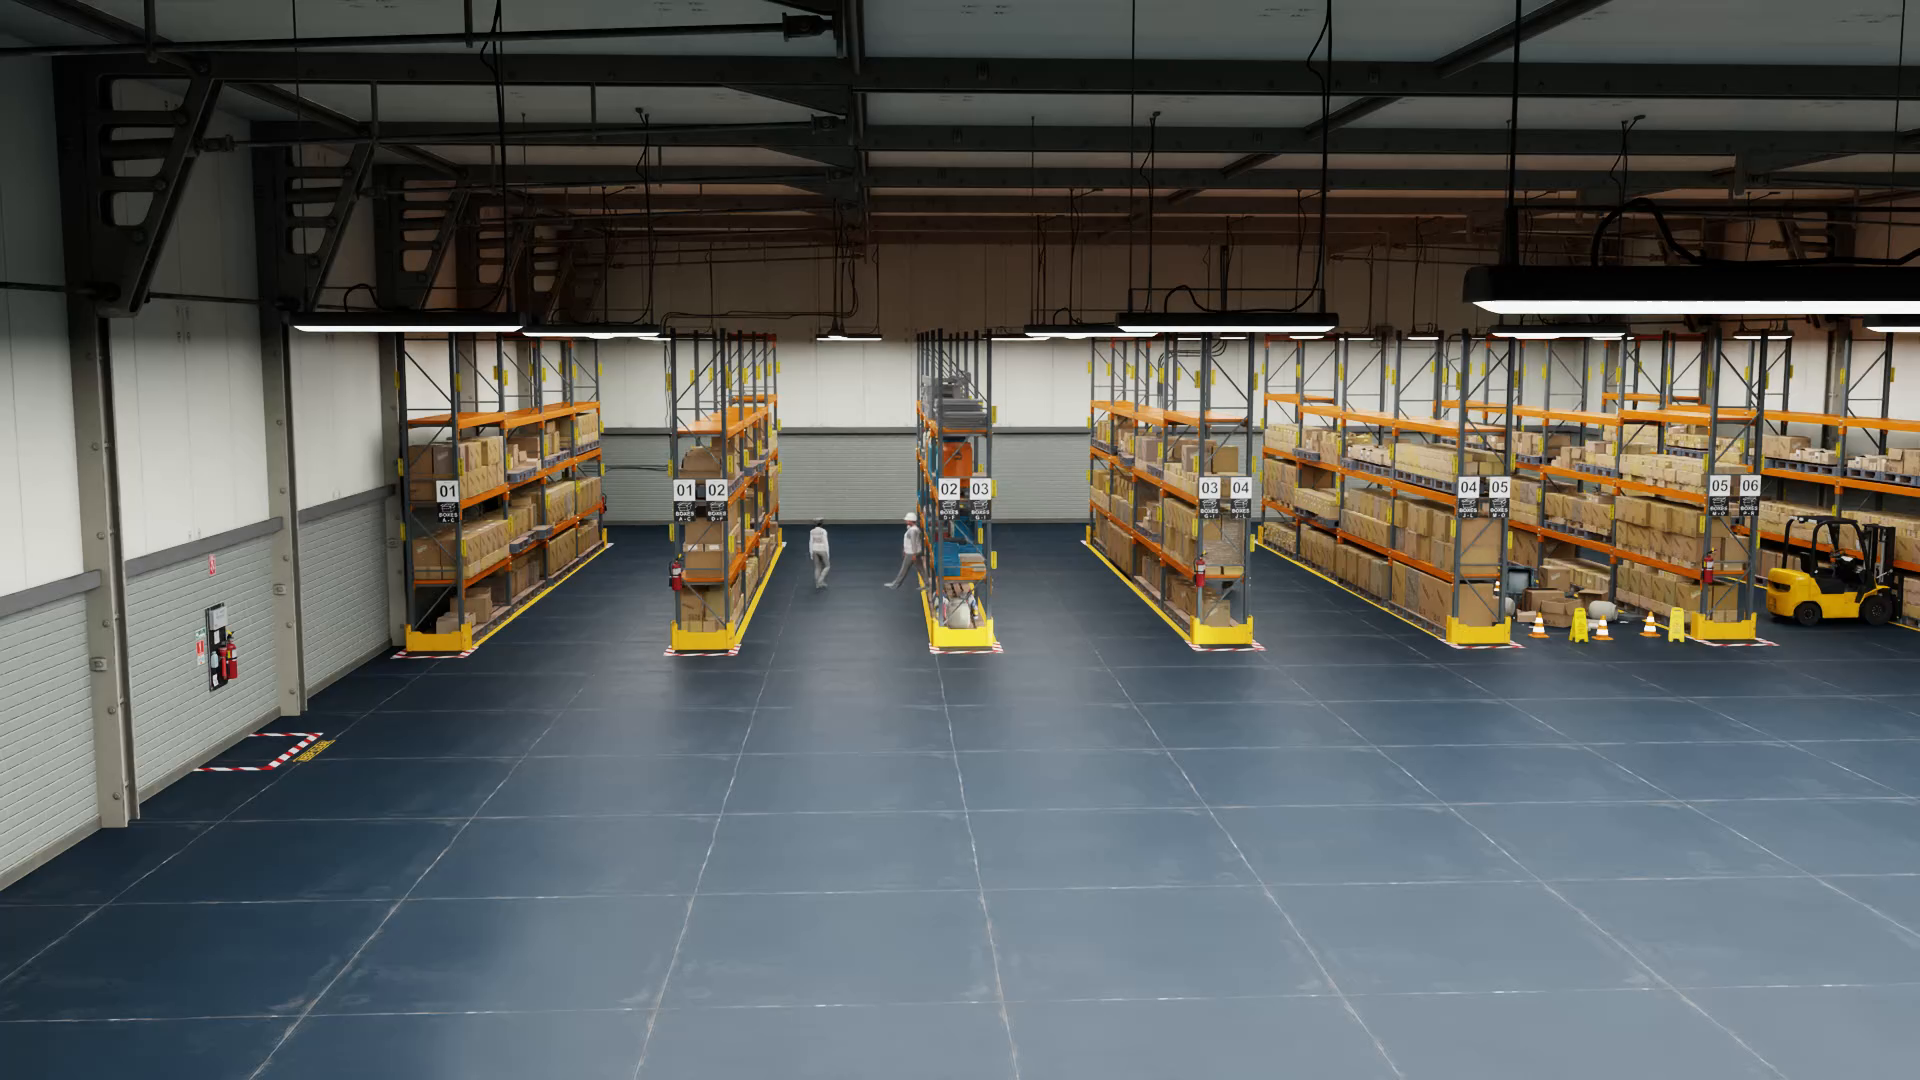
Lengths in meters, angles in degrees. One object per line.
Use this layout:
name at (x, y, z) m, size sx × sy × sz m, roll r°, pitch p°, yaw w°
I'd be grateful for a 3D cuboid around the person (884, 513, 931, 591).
person at (-1.125, 0.252, 36.528) m, size 1.018 × 1.715 × 0.553 m, roll 2°, pitch 7°, yaw 16°

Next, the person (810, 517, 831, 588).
person at (-3.310, 0.304, 38.999) m, size 0.512 × 1.674 × 0.459 m, roll 3°, pitch 8°, yaw 26°

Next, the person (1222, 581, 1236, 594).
person at (6.217, 0.338, 38.396) m, size 0.647 × 1.828 × 0.659 m, roll 1°, pitch 7°, yaw 9°

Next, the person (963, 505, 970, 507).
person at (0.130, -1.062, 50.189) m, size 0.601 × 1.705 × 1.079 m, roll -1°, pitch 7°, yaw -12°
